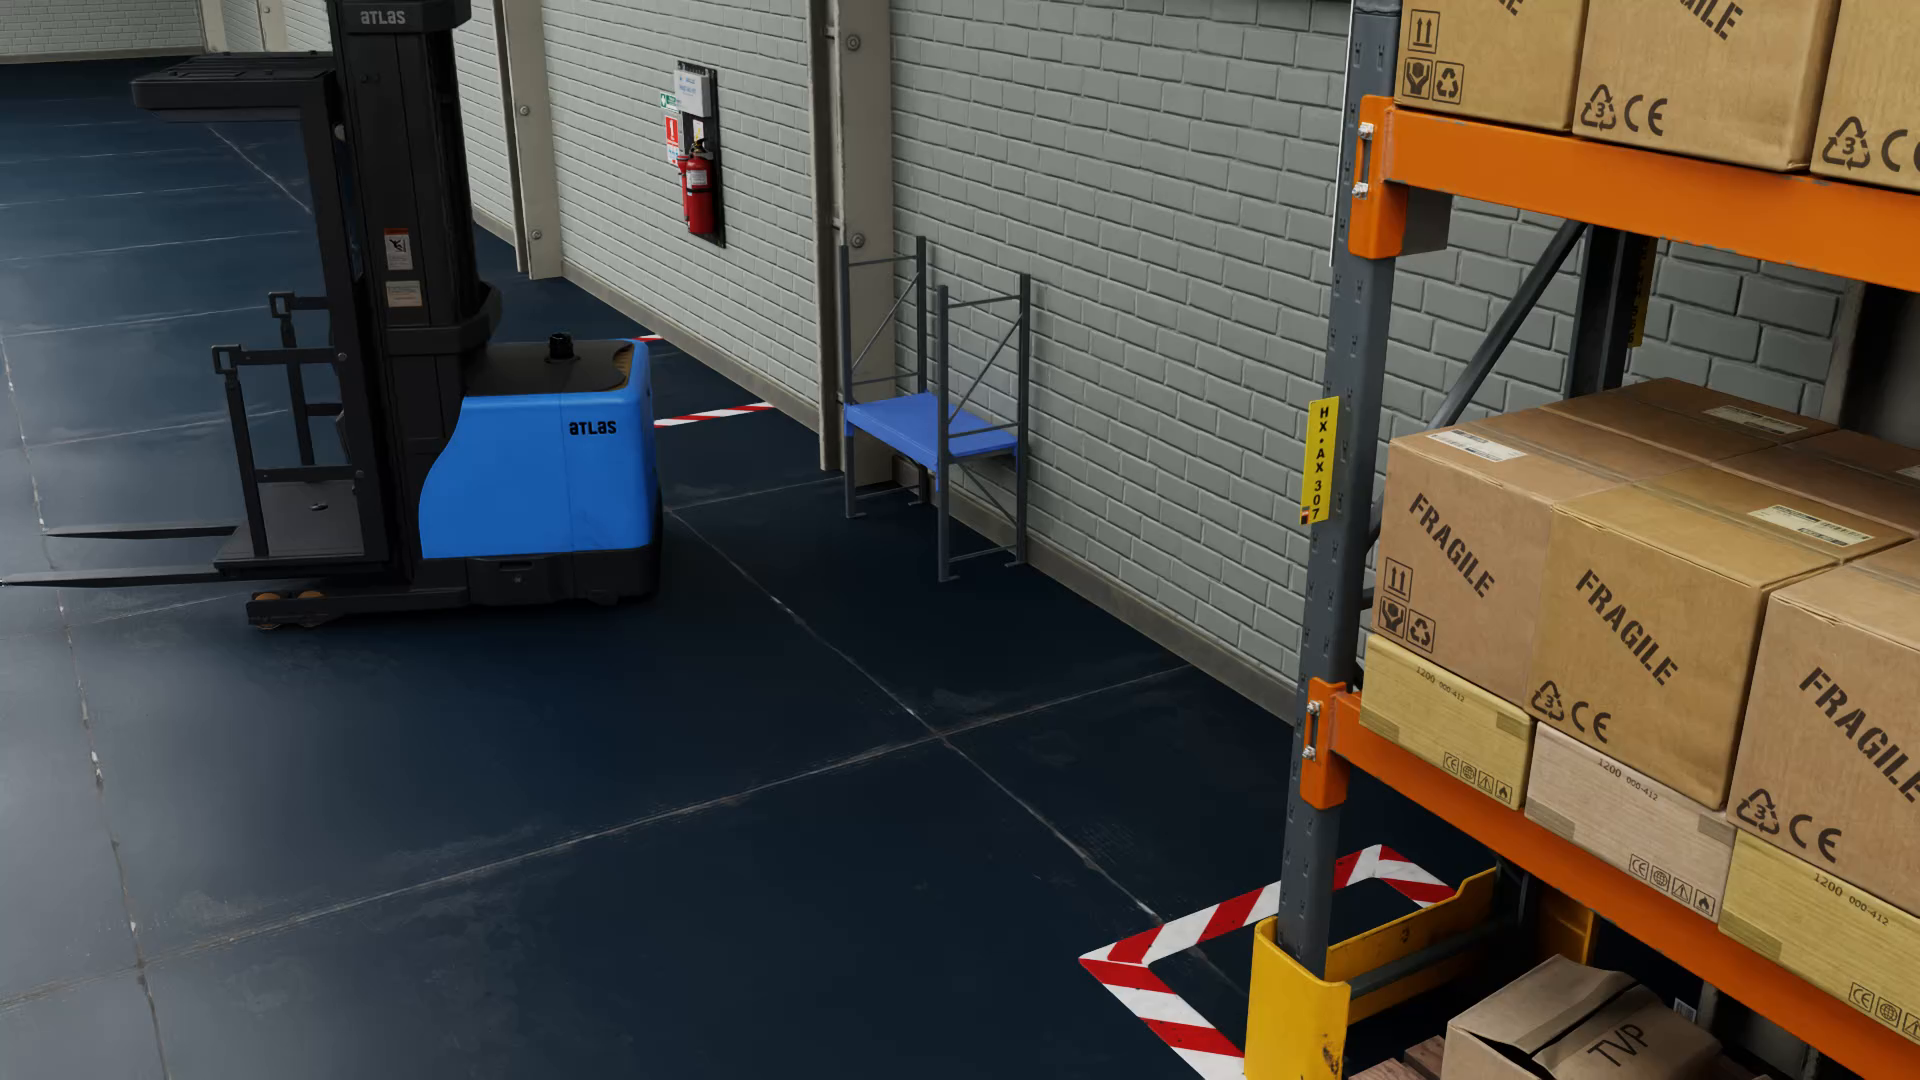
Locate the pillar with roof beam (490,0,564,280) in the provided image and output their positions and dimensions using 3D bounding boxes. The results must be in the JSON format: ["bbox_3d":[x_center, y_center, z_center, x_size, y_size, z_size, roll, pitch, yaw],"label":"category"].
[{"bbox_3d":[-7.361,-5.676,10.825,9.100,9.000,0.400,-13,25,-28],"label":"pillar with roof beam"}]

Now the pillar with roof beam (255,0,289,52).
[{"bbox_3d":[-13.491,-9.560,20.382,9.100,9.000,0.400,-13,25,-28],"label":"pillar with roof beam"}]

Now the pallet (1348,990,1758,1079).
[{"bbox_3d":[1.791,1.686,4.384,1.003,0.211,1.213,-13,25,-28],"label":"pallet"}]

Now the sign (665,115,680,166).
[{"bbox_3d":[-2.019,-2.805,11.682,0.001,0.329,0.234,-13,25,-28],"label":"sign"}]

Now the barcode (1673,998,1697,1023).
[{"bbox_3d":[1.997,1.307,4.586,0.001,0.075,0.075,-13,25,-28],"label":"barcode"}]

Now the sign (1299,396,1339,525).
[{"bbox_3d":[0.902,-0.197,4.163,0.100,0.325,0.005,-13,25,-28],"label":"sign"}]

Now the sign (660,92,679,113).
[{"bbox_3d":[-2.024,-3.048,11.574,0.001,0.109,0.331,-13,25,-28],"label":"sign"}]

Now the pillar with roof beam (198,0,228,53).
[{"bbox_3d":[-16.556,-11.503,25.161,9.100,9.000,0.400,-13,25,-28],"label":"pillar with roof beam"}]

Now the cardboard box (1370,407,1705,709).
[{"bbox_3d":[1.354,0.025,3.944,0.500,0.500,0.500,-13,25,-28],"label":"cardboard box"}]

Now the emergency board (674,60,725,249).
[{"bbox_3d":[-1.825,-2.590,11.200,0.194,1.169,0.643,-13,25,-28],"label":"emergency board"}]

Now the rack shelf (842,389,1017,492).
[{"bbox_3d":[-0.144,-0.531,8.604,0.538,0.185,1.000,-13,25,-28],"label":"rack shelf"}]

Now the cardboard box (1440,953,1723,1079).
[{"bbox_3d":[1.644,1.383,4.413,0.500,0.311,0.500,-16,27,-34],"label":"cardboard box"}]

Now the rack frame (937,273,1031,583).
[{"bbox_3d":[0.115,-0.533,8.131,0.500,1.500,0.032,-13,25,-28],"label":"rack frame"}]

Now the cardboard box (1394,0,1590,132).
[{"bbox_3d":[1.324,-1.189,3.611,0.500,0.500,0.500,-12,25,-27],"label":"cardboard box"}]

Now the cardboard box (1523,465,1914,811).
[{"bbox_3d":[1.597,0.187,3.546,0.500,0.500,0.500,-13,25,-28],"label":"cardboard box"}]

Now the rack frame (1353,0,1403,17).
[{"bbox_3d":[1.368,-2.680,3.453,1.000,3.000,0.127,-13,25,-28],"label":"rack frame"}]

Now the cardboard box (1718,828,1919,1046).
[{"bbox_3d":[1.877,0.710,3.253,0.500,0.250,0.500,-13,26,-29],"label":"cardboard box"}]

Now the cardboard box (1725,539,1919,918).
[{"bbox_3d":[1.856,0.355,3.131,0.500,0.500,0.500,-14,26,-30],"label":"cardboard box"}]

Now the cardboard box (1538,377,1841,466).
[{"bbox_3d":[1.792,-0.076,4.192,0.500,0.500,0.500,-13,25,-29],"label":"cardboard box"}]

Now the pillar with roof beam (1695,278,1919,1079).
[{"bbox_3d":[-1.232,-1.791,1.268,9.100,9.000,0.400,-13,25,-28],"label":"pillar with roof beam"}]

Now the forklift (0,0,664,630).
[{"bbox_3d":[-3.025,-1.151,7.750,3.031,2.935,1.130,-3,22,-7],"label":"forklift"}]

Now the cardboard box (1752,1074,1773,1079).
[{"bbox_3d":[1.935,1.567,3.959,0.500,0.311,0.500,-10,24,-24],"label":"cardboard box"}]

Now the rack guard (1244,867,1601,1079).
[{"bbox_3d":[1.407,1.282,4.993,1.175,0.500,0.348,-13,25,-28],"label":"rack guard"}]

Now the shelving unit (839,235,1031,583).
[{"bbox_3d":[-0.144,-0.698,8.536,0.538,1.500,1.048,-13,25,-28],"label":"shelving unit"}]

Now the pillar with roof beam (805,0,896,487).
[{"bbox_3d":[-4.297,-3.734,6.047,9.100,9.000,0.400,-13,25,-28],"label":"pillar with roof beam"}]

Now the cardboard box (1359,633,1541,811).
[{"bbox_3d":[1.344,0.379,4.069,0.500,0.250,0.500,-13,26,-30],"label":"cardboard box"}]

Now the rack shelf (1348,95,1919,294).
[{"bbox_3d":[2.390,-0.309,2.561,1.077,0.370,4.000,-13,25,-28],"label":"rack shelf"}]

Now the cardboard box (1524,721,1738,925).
[{"bbox_3d":[1.622,0.544,3.662,0.500,0.250,0.500,-13,26,-30],"label":"cardboard box"}]

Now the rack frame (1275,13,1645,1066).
[{"bbox_3d":[1.368,0.100,4.583,1.000,3.000,0.127,-13,25,-28],"label":"rack frame"}]

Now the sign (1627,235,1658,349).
[{"bbox_3d":[1.855,-0.684,4.552,0.100,0.325,0.005,-13,25,-28],"label":"sign"}]

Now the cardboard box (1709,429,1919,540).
[{"bbox_3d":[2.040,0.089,3.786,0.500,0.500,0.500,-12,25,-28],"label":"cardboard box"}]

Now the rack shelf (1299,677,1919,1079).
[{"bbox_3d":[2.390,1.080,3.126,1.077,0.370,4.000,-13,25,-28],"label":"rack shelf"}]

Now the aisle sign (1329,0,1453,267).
[{"bbox_3d":[1.073,-1.070,4.009,0.394,0.787,0.004,-13,25,-28],"label":"aisle sign"}]

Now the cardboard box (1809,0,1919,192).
[{"bbox_3d":[1.836,-0.841,2.755,0.500,0.500,0.500,-11,25,-26],"label":"cardboard box"}]

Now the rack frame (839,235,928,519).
[{"bbox_3d":[-0.403,-0.863,8.942,0.500,1.500,0.032,-13,25,-28],"label":"rack frame"}]

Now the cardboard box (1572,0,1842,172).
[{"bbox_3d":[1.568,-1.009,3.166,0.500,0.500,0.500,-11,24,-25],"label":"cardboard box"}]
